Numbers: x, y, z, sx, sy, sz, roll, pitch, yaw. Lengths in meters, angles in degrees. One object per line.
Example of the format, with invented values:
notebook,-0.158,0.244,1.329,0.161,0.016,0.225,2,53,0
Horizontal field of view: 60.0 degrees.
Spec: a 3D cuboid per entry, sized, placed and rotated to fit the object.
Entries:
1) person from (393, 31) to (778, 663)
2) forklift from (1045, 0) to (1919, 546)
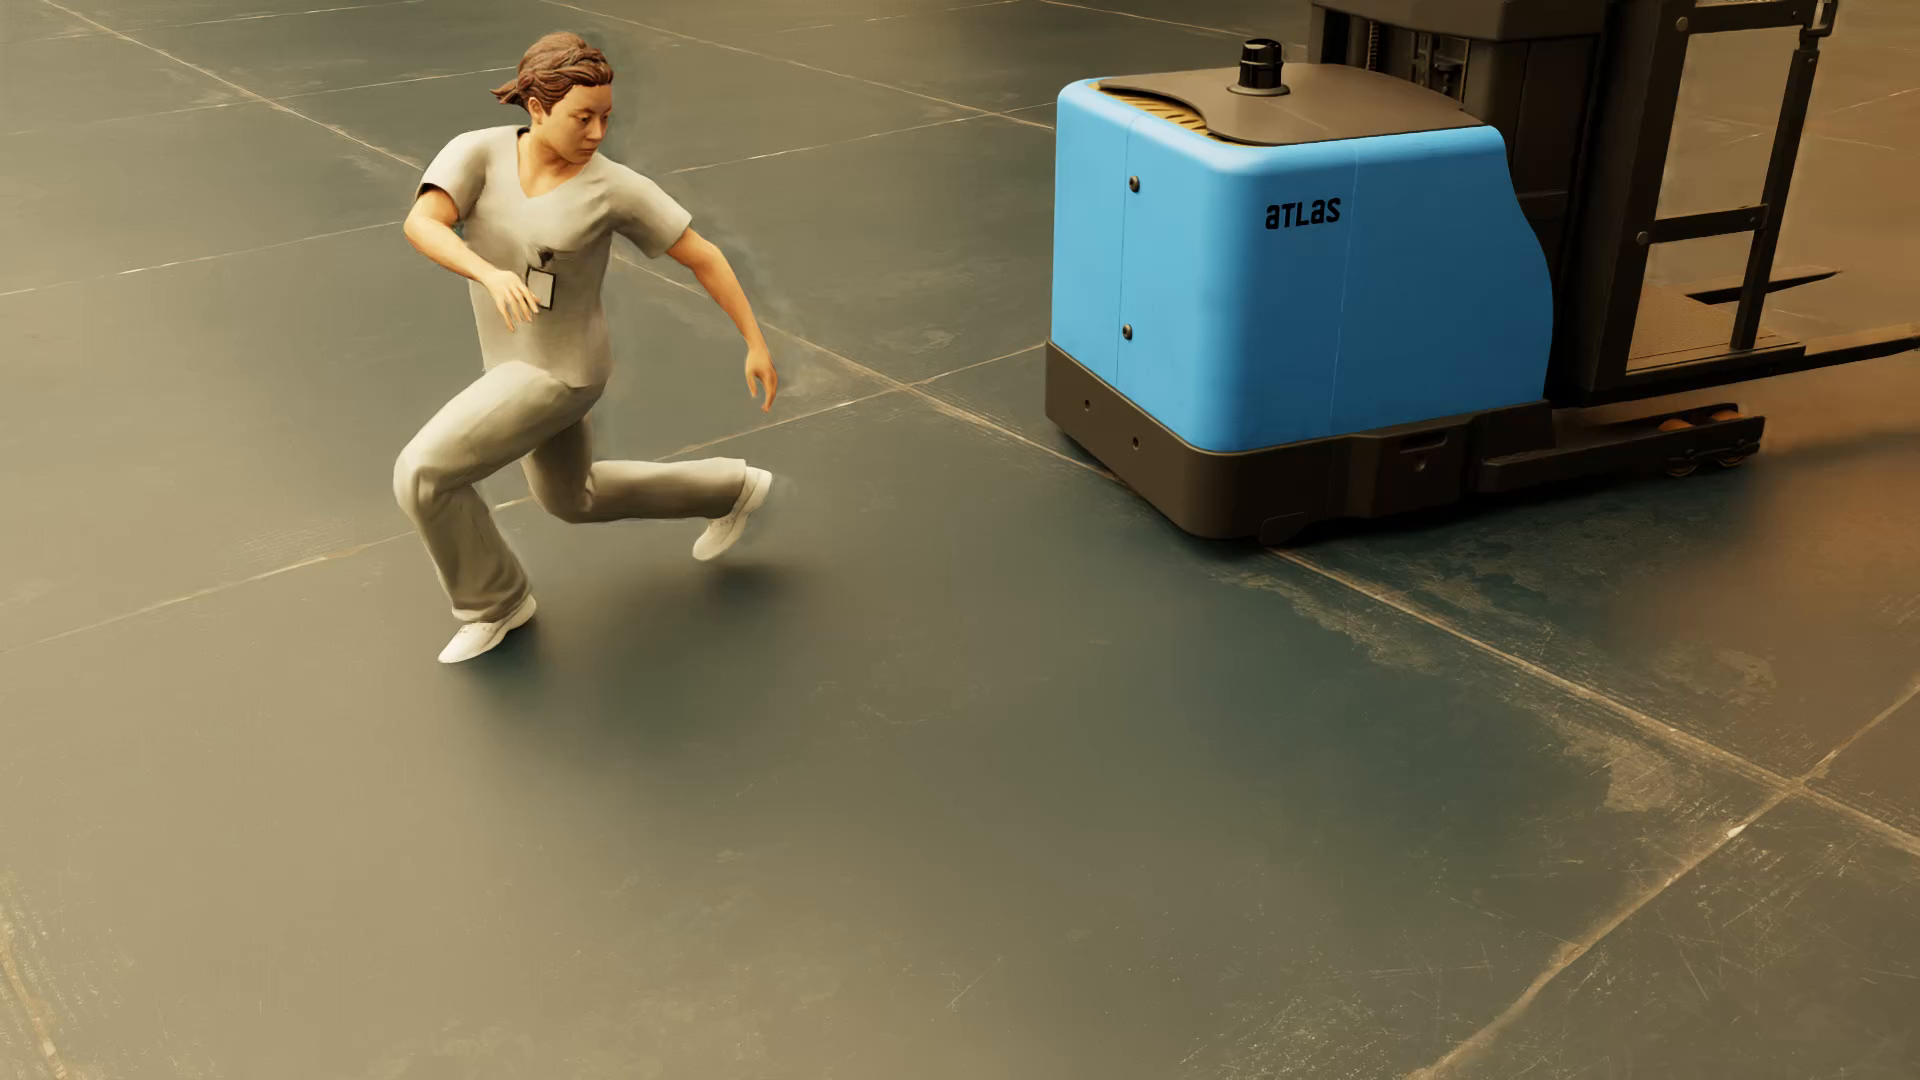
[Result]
person,-0.849,-0.430,3.833,0.627,1.443,0.929,23,34,38
forklift,1.830,-1.705,4.639,3.031,2.935,1.130,-10,28,-20
